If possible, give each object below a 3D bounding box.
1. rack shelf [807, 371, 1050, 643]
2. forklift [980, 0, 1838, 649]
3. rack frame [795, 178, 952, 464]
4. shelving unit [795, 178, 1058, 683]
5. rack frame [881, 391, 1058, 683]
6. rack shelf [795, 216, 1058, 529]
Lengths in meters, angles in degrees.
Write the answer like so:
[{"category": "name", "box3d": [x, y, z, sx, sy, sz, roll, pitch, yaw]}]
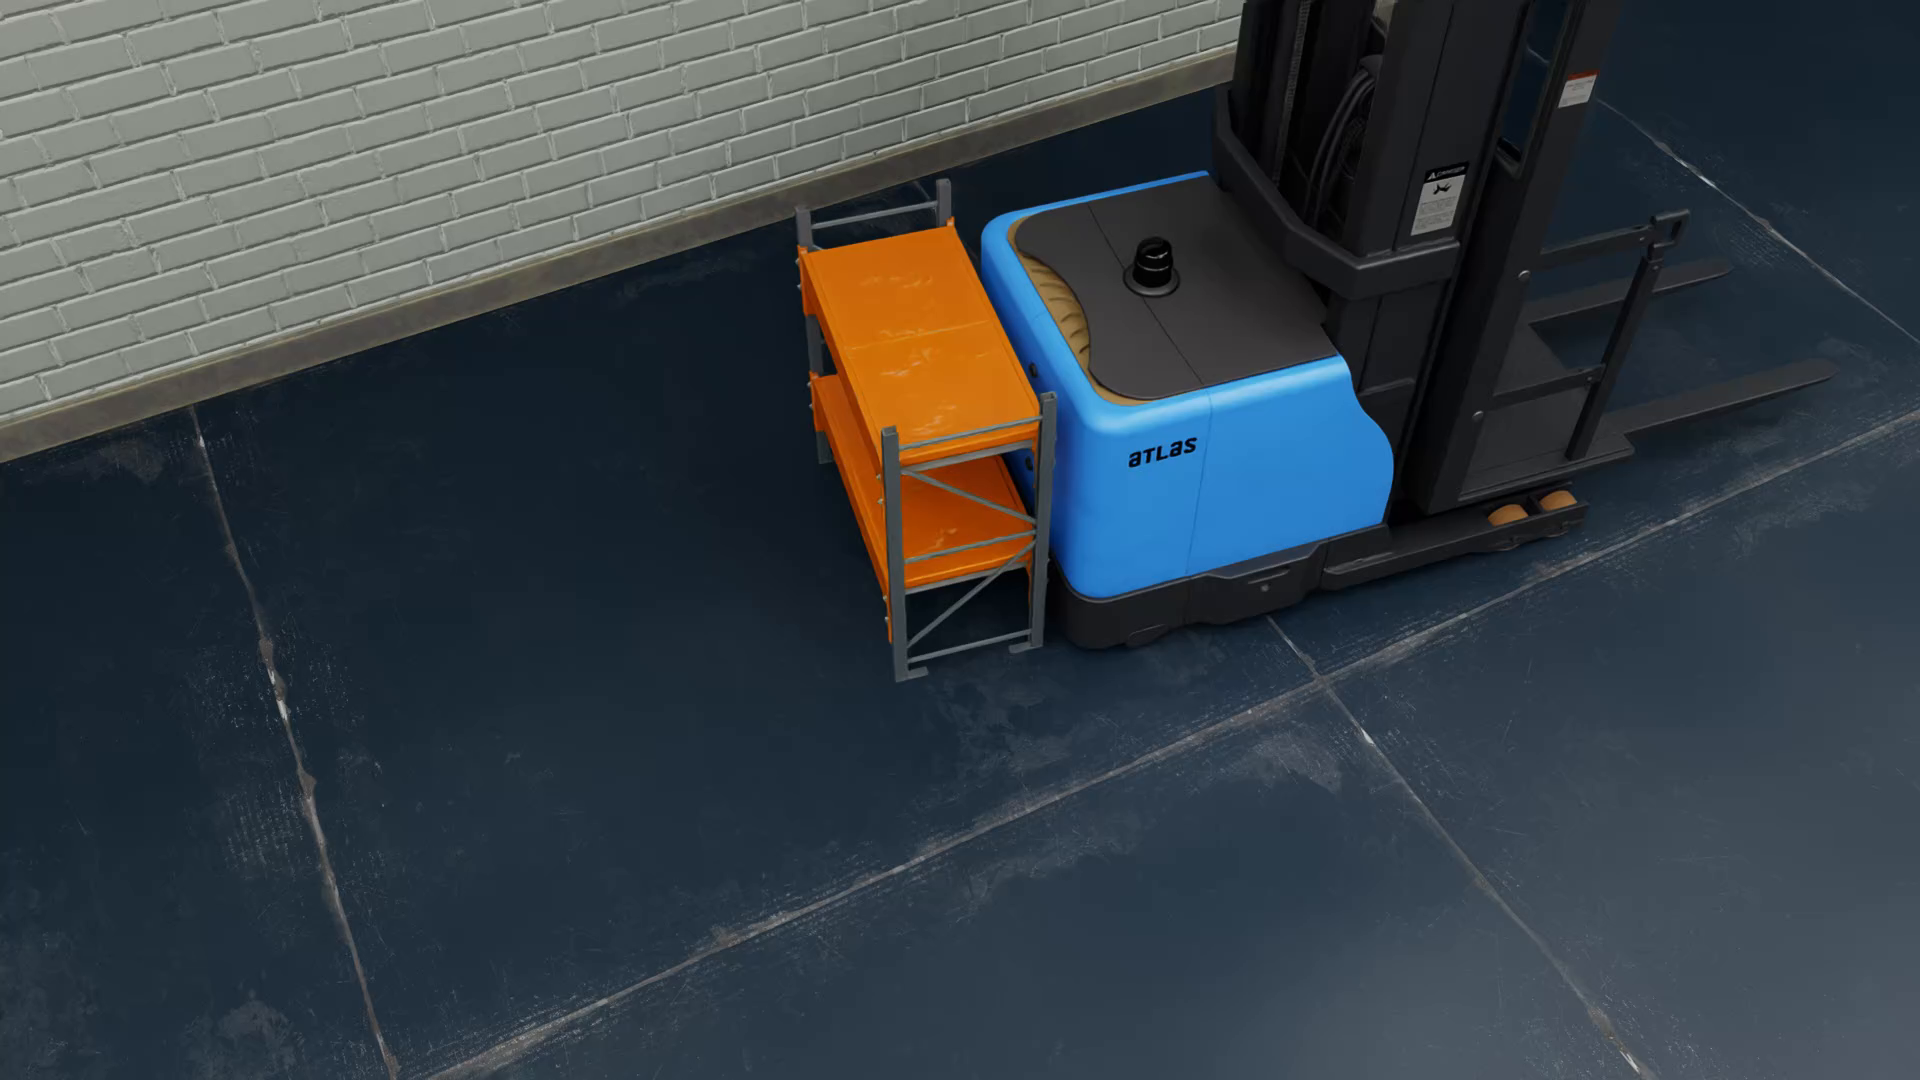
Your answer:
[{"category": "rack shelf", "box3d": [-0.121, -0.182, 5.487, 0.538, 0.278, 1.000, -13, 50, -11]}, {"category": "forklift", "box3d": [1.626, -1.291, 4.932, 3.031, 2.935, 1.130, -15, 50, -12]}, {"category": "rack frame", "box3d": [-0.270, -0.709, 5.623, 0.500, 1.125, 0.032, -13, 50, -11]}, {"category": "shelving unit", "box3d": [-0.121, -0.343, 5.303, 0.538, 1.125, 1.048, -13, 50, -11]}, {"category": "rack frame", "box3d": [0.028, 0.023, 4.983, 0.500, 1.125, 0.032, -13, 50, -11]}, {"category": "rack shelf", "box3d": [-0.121, -0.536, 5.082, 0.538, 0.278, 1.000, -13, 50, -11]}]
